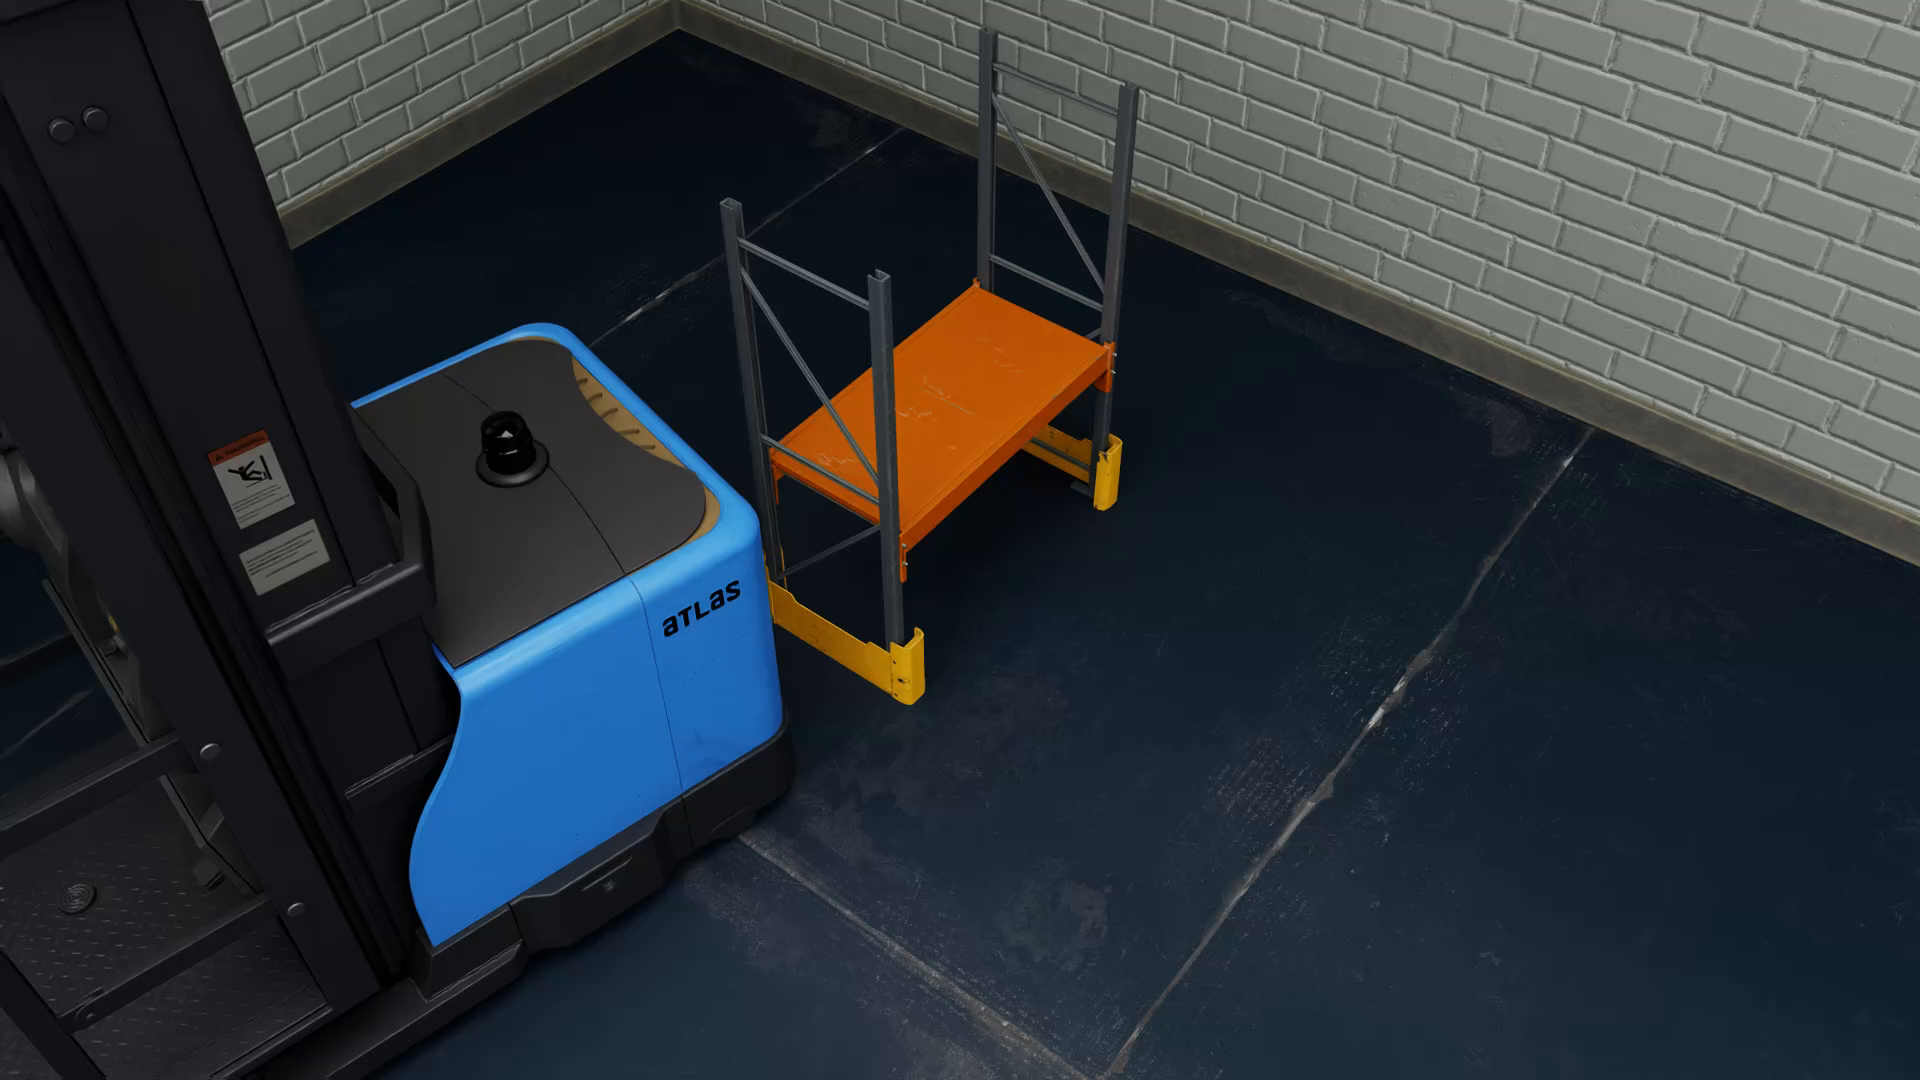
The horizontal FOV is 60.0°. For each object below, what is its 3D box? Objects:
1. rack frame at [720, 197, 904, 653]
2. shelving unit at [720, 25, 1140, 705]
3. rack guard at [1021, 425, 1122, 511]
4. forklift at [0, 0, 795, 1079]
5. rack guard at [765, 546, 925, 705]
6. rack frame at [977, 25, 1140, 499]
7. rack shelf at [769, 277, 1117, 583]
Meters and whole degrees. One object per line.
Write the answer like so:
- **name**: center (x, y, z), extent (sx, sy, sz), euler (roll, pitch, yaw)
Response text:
- **rack frame**: center (-0.363, -0.178, 4.383), extent (0.500, 1.500, 0.032), euler (29, 53, 25)
- **shelving unit**: center (-0.047, -0.474, 4.666), extent (0.587, 1.500, 1.083), euler (29, 53, 25)
- **rack guard**: center (0.258, -0.328, 5.390), extent (0.587, 0.250, 0.087), euler (29, 53, 25)
- **forklift**: center (-1.910, 0.082, 3.145), extent (3.031, 2.935, 1.130), euler (-31, 54, -26)
- **rack guard**: center (-0.351, 0.242, 4.846), extent (0.587, 0.250, 0.087), euler (29, 53, 25)
- **rack frame**: center (0.259, -0.760, 4.939), extent (0.500, 1.500, 0.032), euler (29, 53, 25)
- **rack shelf**: center (-0.052, -0.345, 4.791), extent (0.538, 0.185, 1.000), euler (29, 53, 25)
